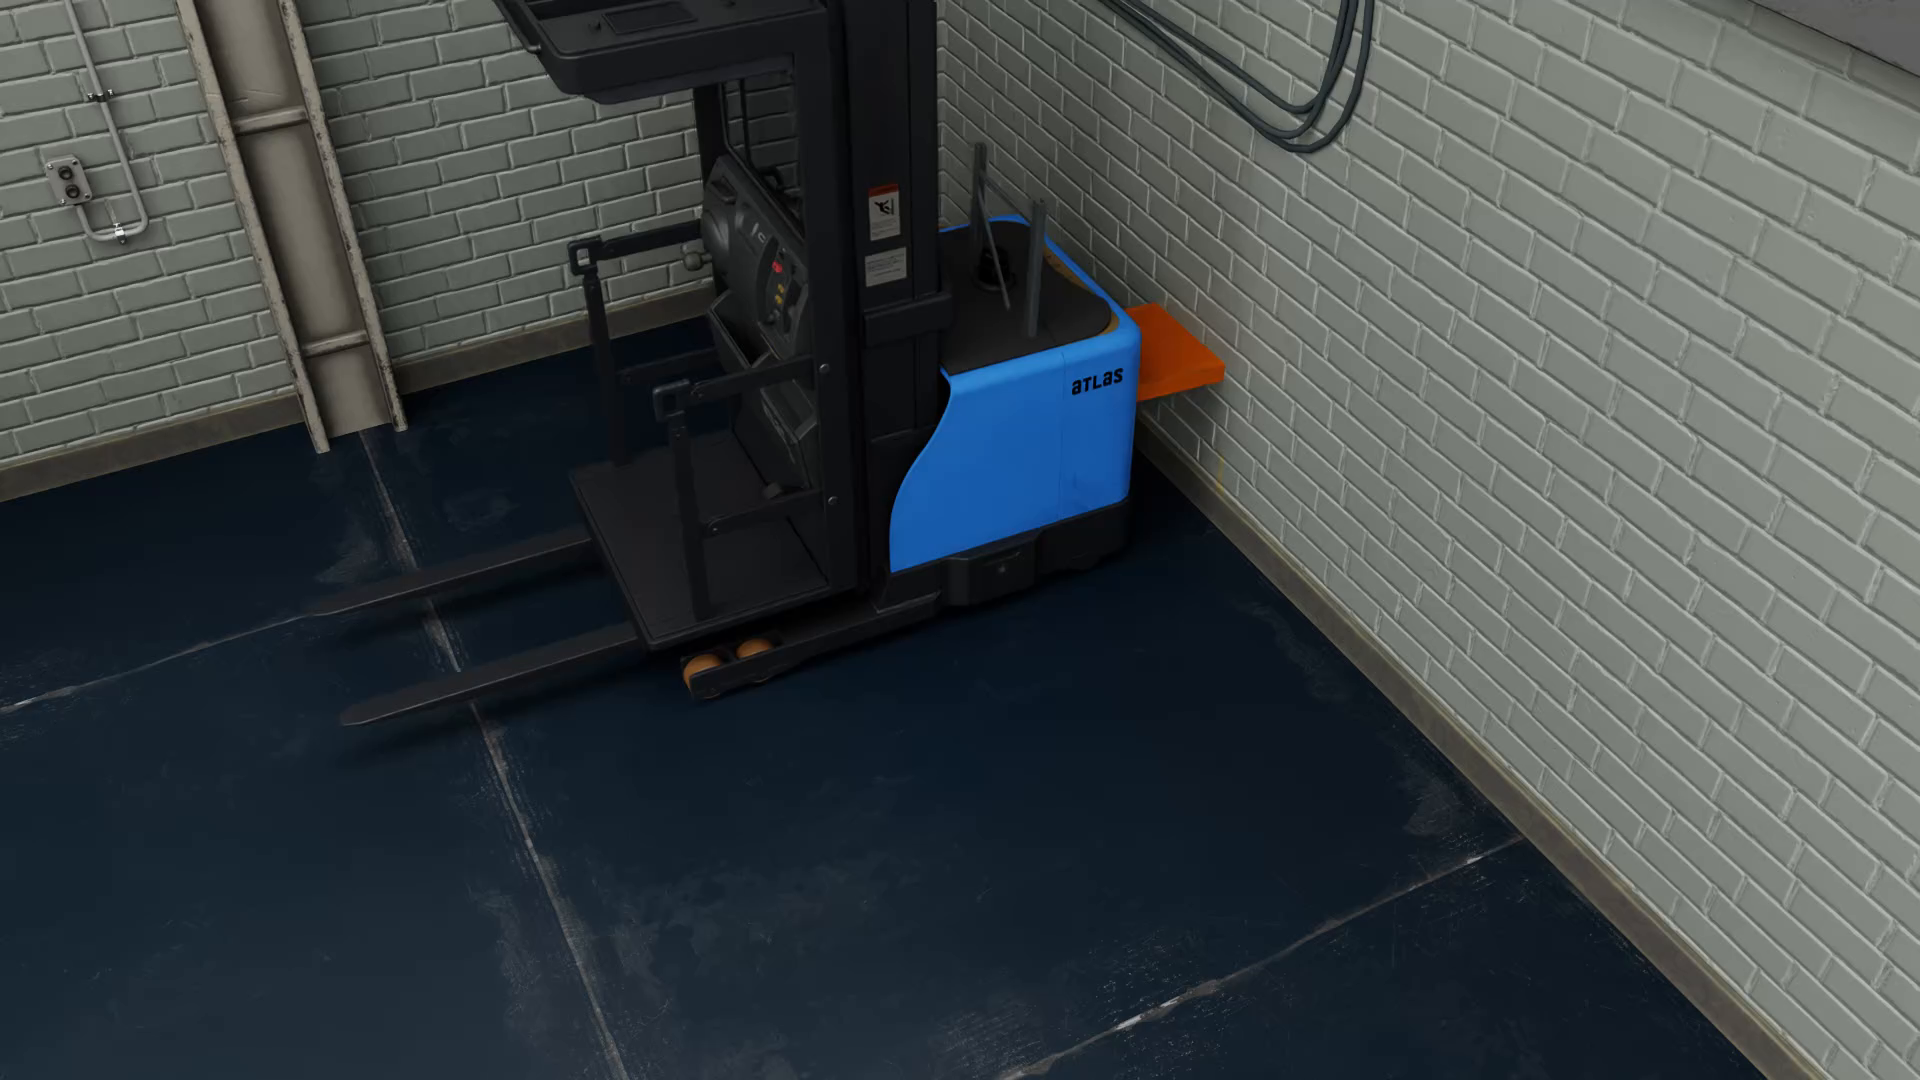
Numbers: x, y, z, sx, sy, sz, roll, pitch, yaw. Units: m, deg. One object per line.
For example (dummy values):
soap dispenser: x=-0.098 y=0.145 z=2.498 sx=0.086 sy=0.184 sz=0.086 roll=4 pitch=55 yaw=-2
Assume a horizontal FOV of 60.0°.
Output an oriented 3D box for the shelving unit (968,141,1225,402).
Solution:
shelving unit: x=0.608 y=-0.819 z=6.417 sx=1.083 sy=1.500 sz=0.587 roll=-15 pitch=42 yaw=-21

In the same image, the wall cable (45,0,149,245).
wall cable: x=-3.970 y=-1.675 z=5.620 sx=1.851 sy=1.984 sz=0.084 roll=-19 pitch=44 yaw=-21

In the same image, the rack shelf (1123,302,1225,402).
rack shelf: x=0.593 y=-0.678 z=6.528 sx=1.000 sy=0.185 sz=0.538 roll=-15 pitch=42 yaw=-21

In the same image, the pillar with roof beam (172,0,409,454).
pillar with roof beam: x=-0.685 y=-1.487 z=1.542 sx=0.400 sy=9.000 sz=9.100 roll=-19 pitch=44 yaw=-21

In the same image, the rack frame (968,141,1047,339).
rack frame: x=0.142 y=-0.693 z=6.233 sx=0.032 sy=1.500 sz=0.500 roll=-15 pitch=42 yaw=-21

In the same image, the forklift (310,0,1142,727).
forklift: x=-0.881 y=-0.931 z=5.581 sx=3.031 sy=2.935 sz=1.130 roll=-17 pitch=43 yaw=-19

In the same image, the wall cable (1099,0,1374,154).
wall cable: x=0.513 y=-2.951 z=5.674 sx=0.112 sy=2.526 sz=3.097 roll=-19 pitch=44 yaw=-21
